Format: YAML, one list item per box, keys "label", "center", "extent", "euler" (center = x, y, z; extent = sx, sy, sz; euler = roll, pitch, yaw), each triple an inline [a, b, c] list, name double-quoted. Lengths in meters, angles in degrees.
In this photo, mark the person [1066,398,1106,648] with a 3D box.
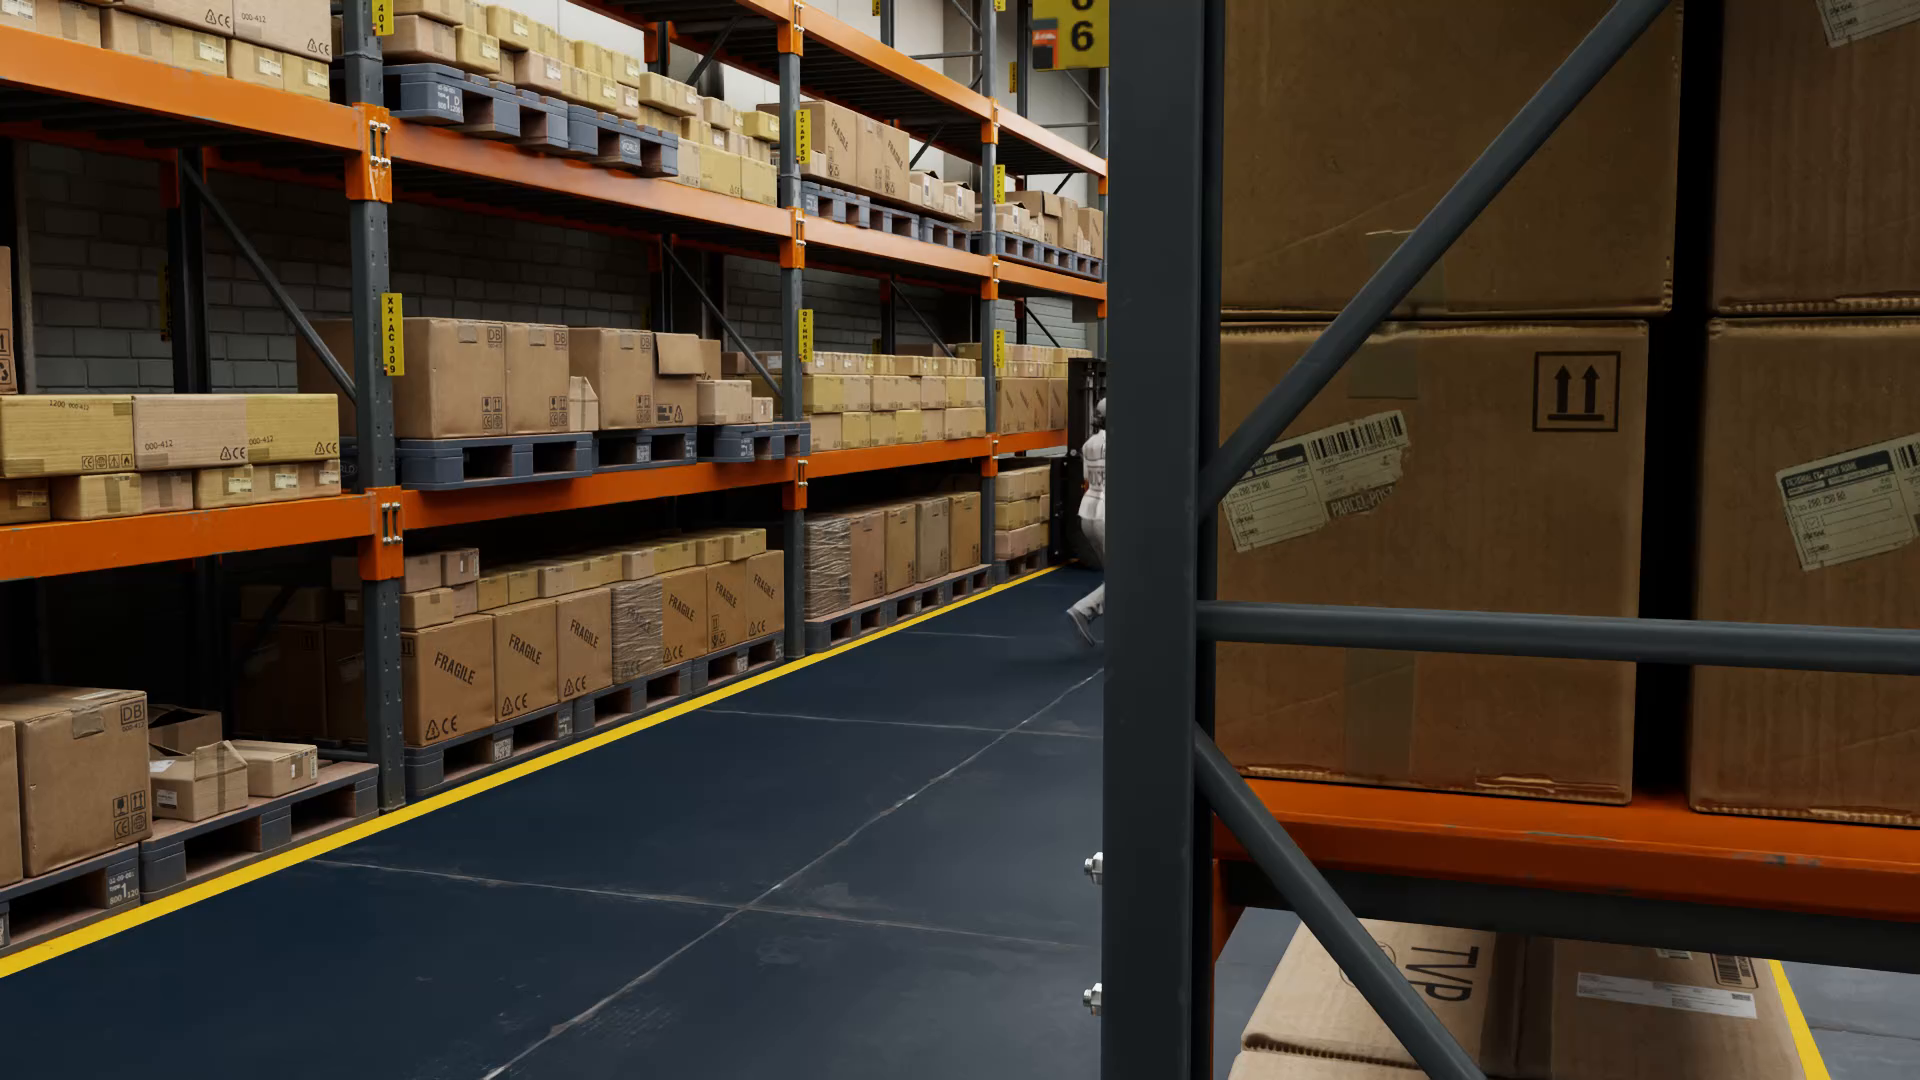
- label: "person"
  center: [0.957, -0.105, 10.719]
  extent: [0.686, 1.639, 0.497]
  euler: [-2, 6, -21]
